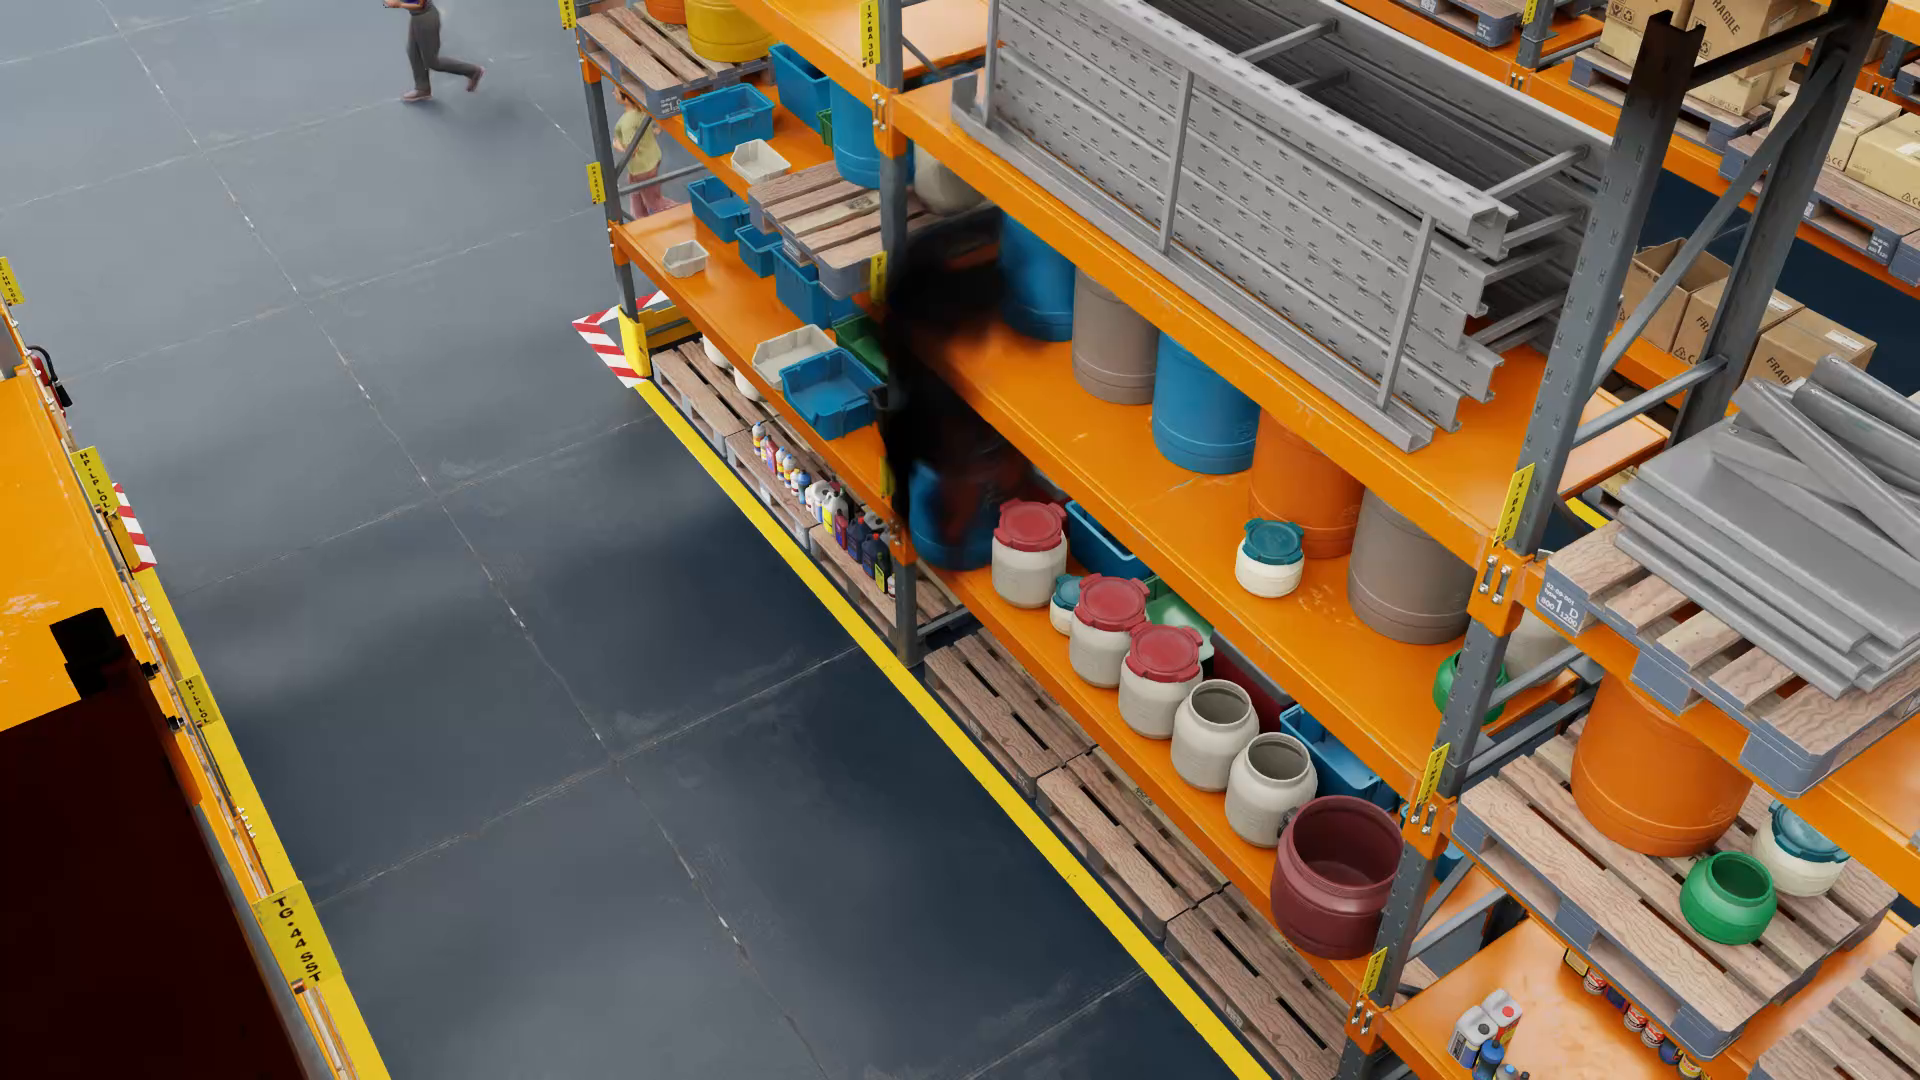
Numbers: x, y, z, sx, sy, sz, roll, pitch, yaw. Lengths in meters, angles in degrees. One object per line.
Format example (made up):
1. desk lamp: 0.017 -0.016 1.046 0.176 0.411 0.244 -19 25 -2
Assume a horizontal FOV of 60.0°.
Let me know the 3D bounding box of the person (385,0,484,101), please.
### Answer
1. person: -5.116 -5.004 15.990 0.837 1.624 0.588 -8 43 -9

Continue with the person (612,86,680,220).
1. person: -2.620 -3.123 13.955 0.898 1.675 0.609 11 44 12
